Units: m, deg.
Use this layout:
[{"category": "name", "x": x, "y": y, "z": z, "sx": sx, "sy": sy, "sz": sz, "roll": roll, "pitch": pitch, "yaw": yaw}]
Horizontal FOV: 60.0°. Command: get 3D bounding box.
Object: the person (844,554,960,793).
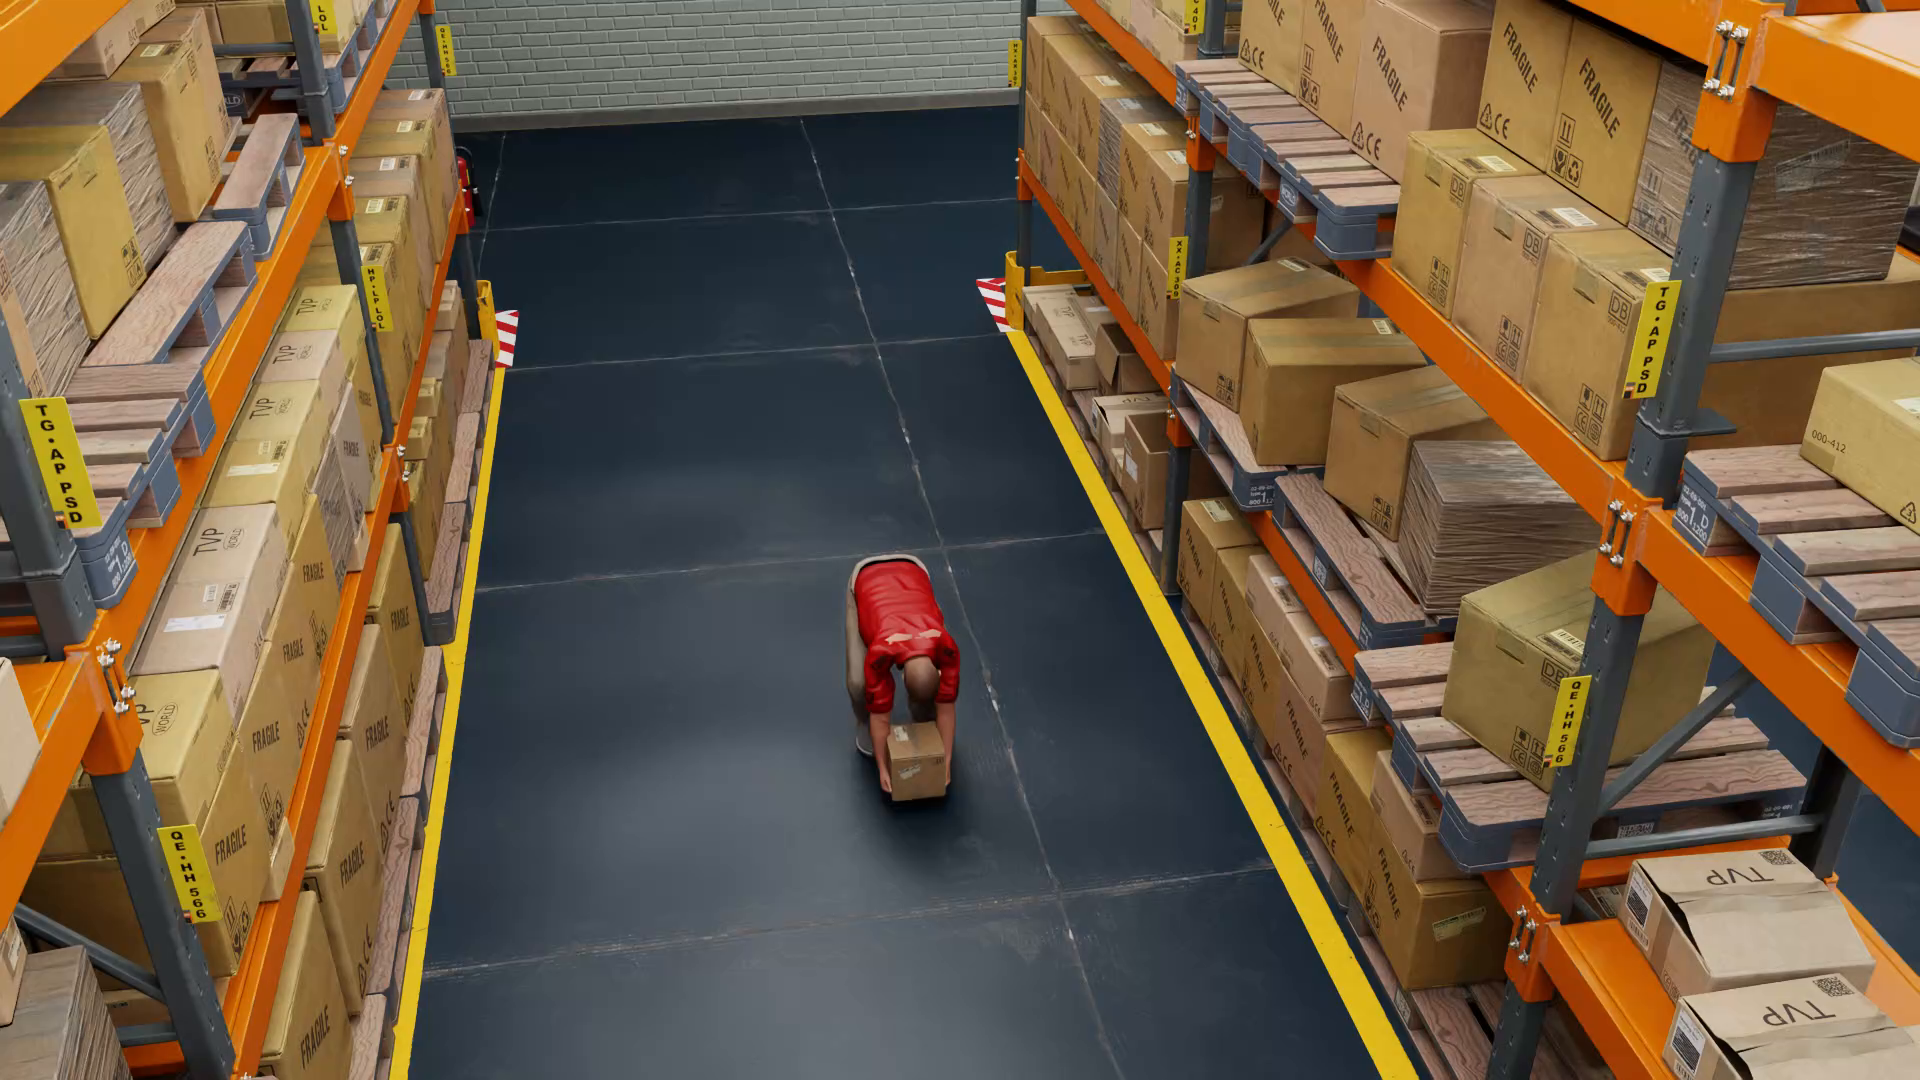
[{"category": "person", "x": -0.263, "y": 0.644, "z": 7.816, "sx": 0.532, "sy": 0.962, "sz": 0.957, "roll": -7, "pitch": 31, "yaw": -11}]
